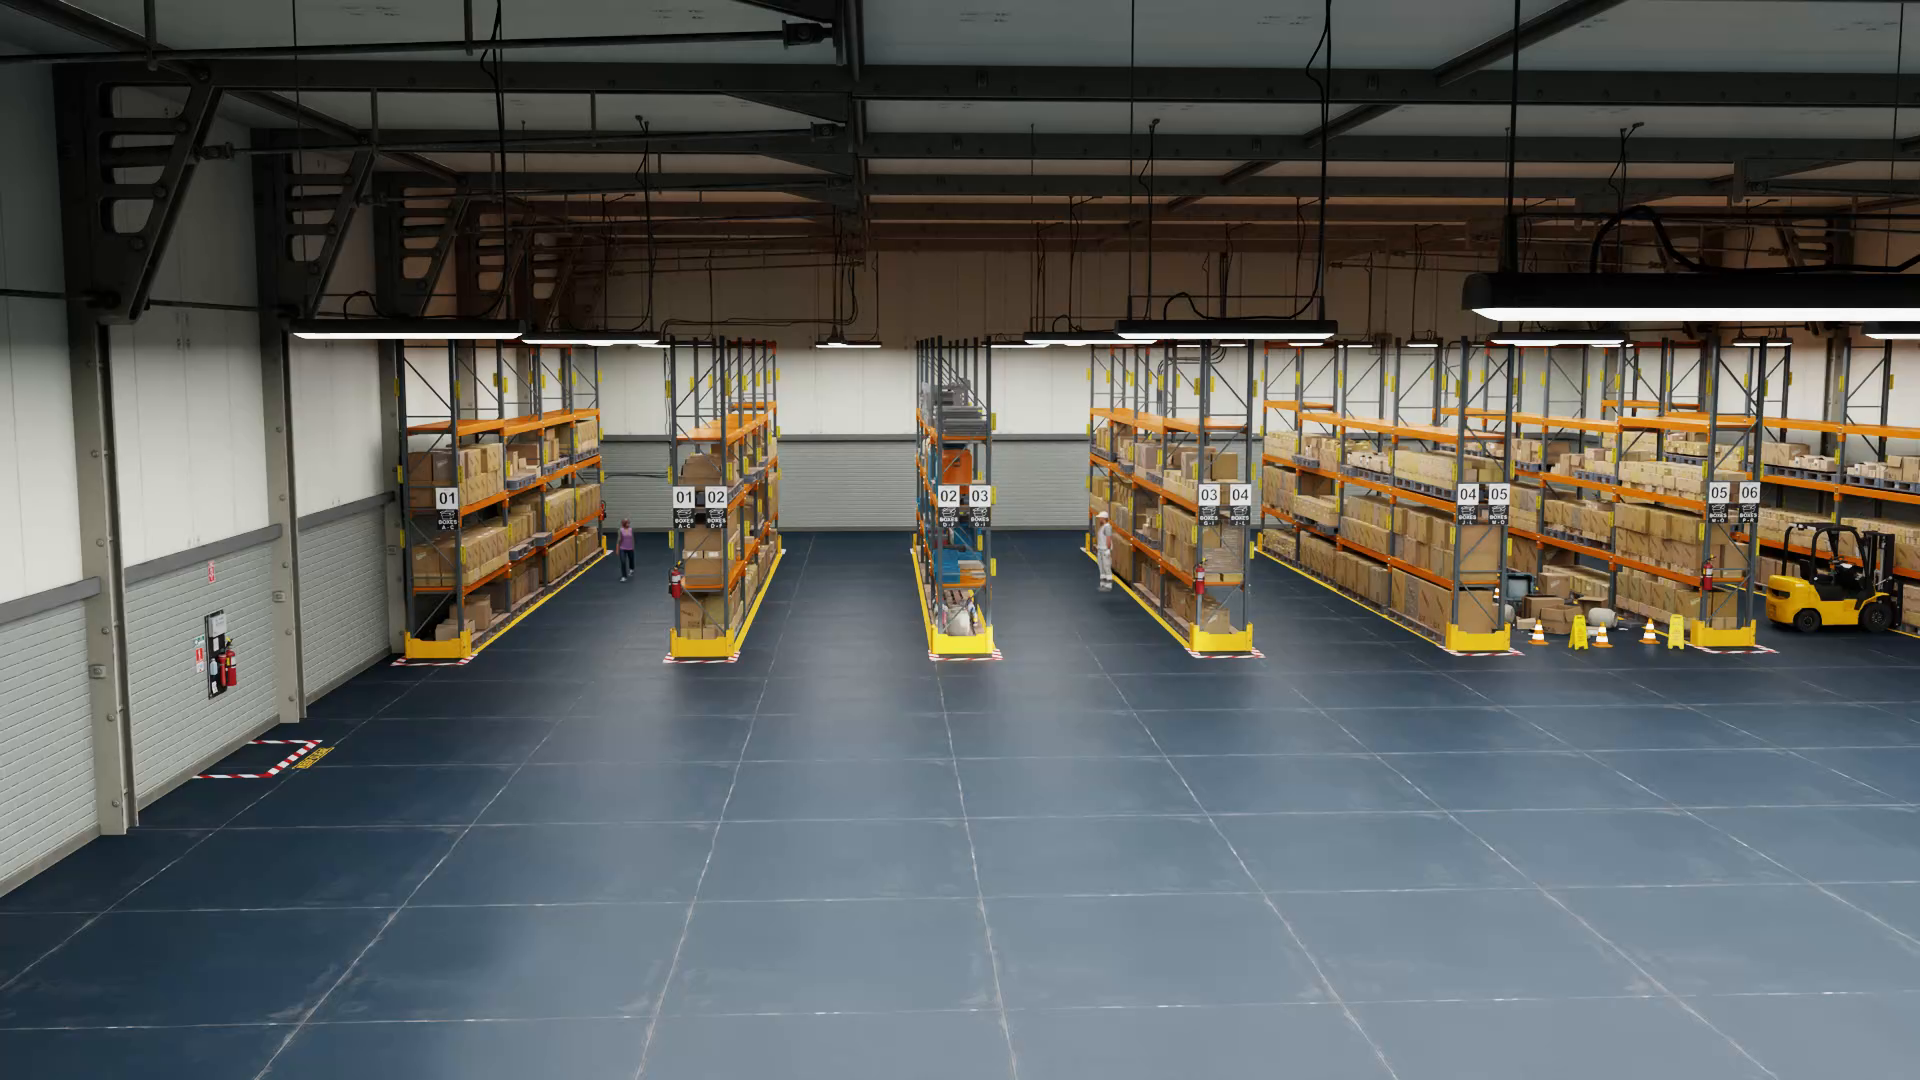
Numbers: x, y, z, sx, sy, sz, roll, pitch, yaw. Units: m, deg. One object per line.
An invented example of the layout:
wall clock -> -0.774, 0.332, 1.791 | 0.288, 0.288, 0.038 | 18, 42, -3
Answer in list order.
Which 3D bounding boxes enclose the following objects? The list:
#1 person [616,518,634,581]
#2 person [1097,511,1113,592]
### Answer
person -> -8.357, 0.224, 41.499 | 0.436, 1.568, 0.637 | -1, 7, -10
person -> 3.266, 0.248, 37.790 | 0.438, 1.794, 0.538 | -3, 7, -26
